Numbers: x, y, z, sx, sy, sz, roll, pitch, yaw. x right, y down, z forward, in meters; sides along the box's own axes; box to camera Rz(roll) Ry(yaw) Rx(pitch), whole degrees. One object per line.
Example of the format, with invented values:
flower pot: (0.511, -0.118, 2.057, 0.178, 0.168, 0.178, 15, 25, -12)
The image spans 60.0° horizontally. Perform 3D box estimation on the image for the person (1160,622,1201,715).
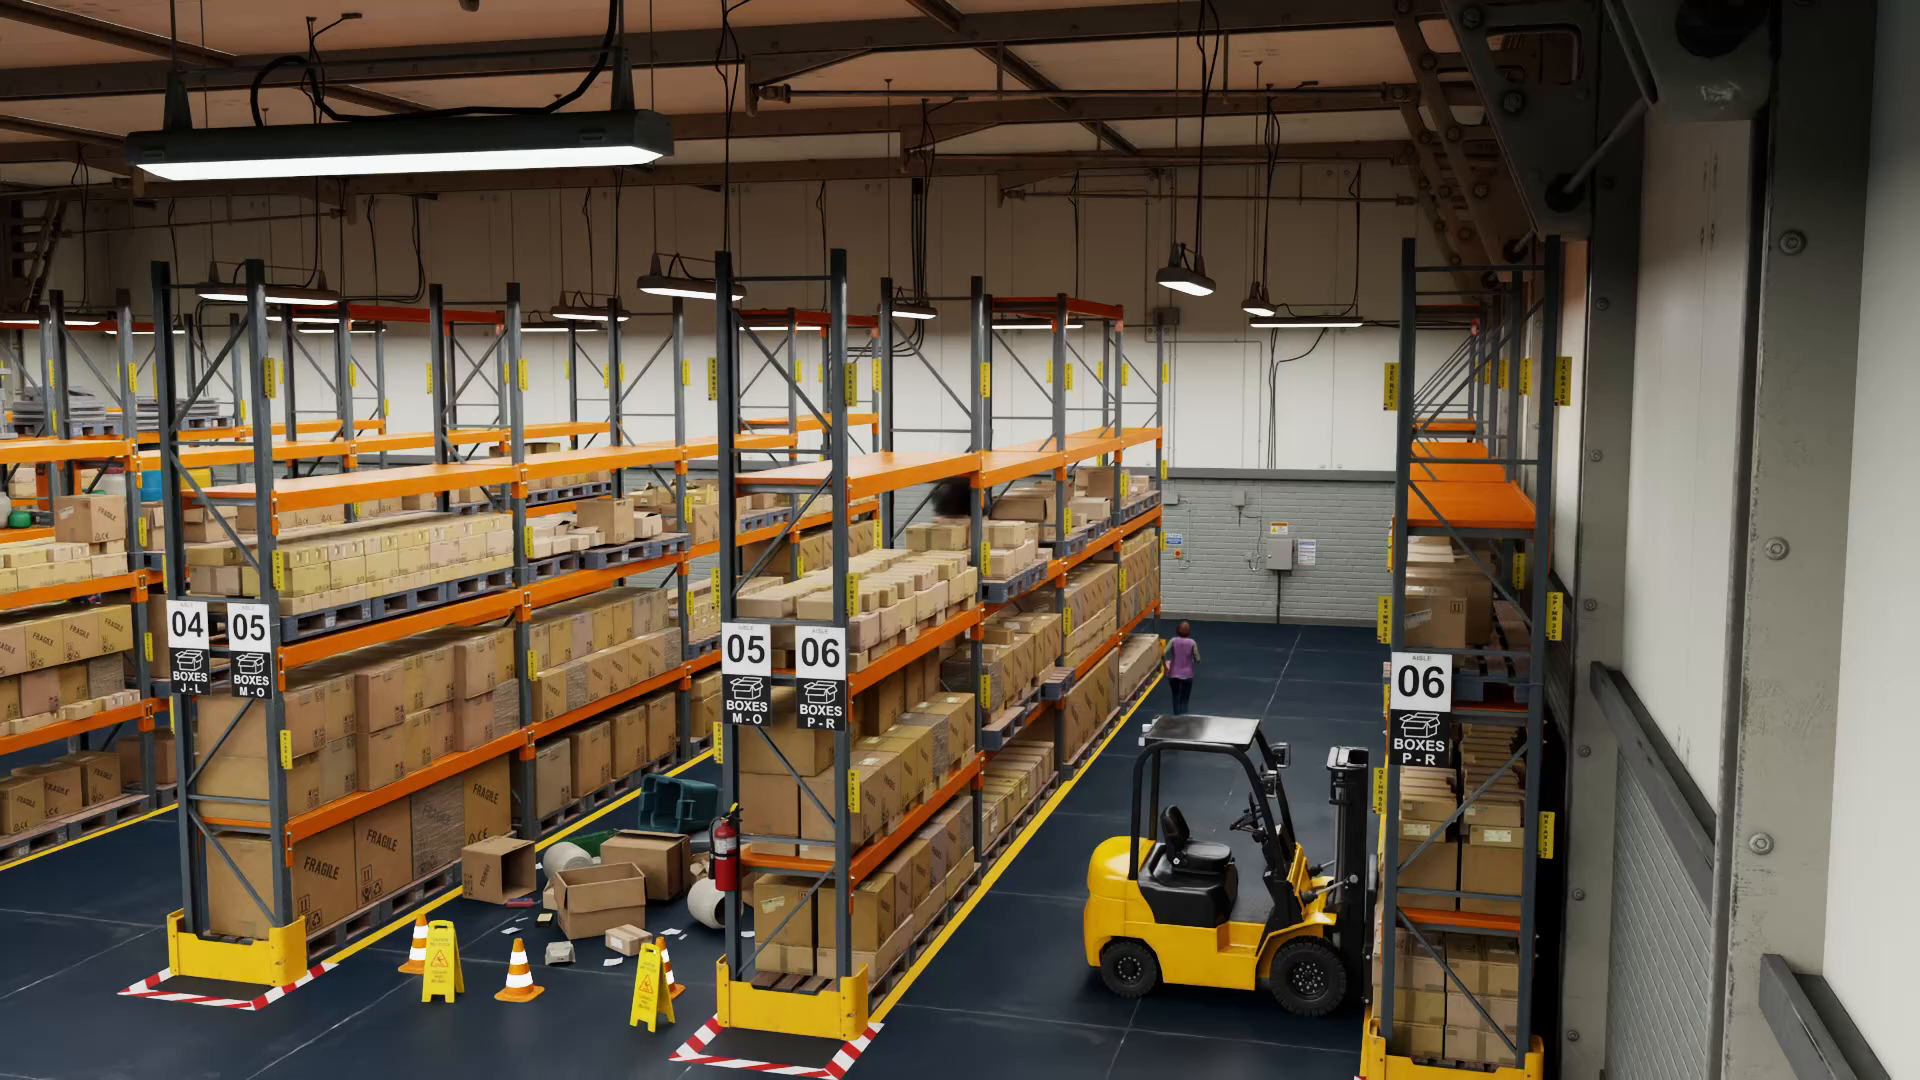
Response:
person: (3.091, 1.918, 23.262, 0.539, 1.577, 0.629, 2, 6, 16)

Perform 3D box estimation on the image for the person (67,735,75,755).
person: (-11.649, 2.009, 21.834, 0.703, 1.724, 0.610, 1, 6, 10)
